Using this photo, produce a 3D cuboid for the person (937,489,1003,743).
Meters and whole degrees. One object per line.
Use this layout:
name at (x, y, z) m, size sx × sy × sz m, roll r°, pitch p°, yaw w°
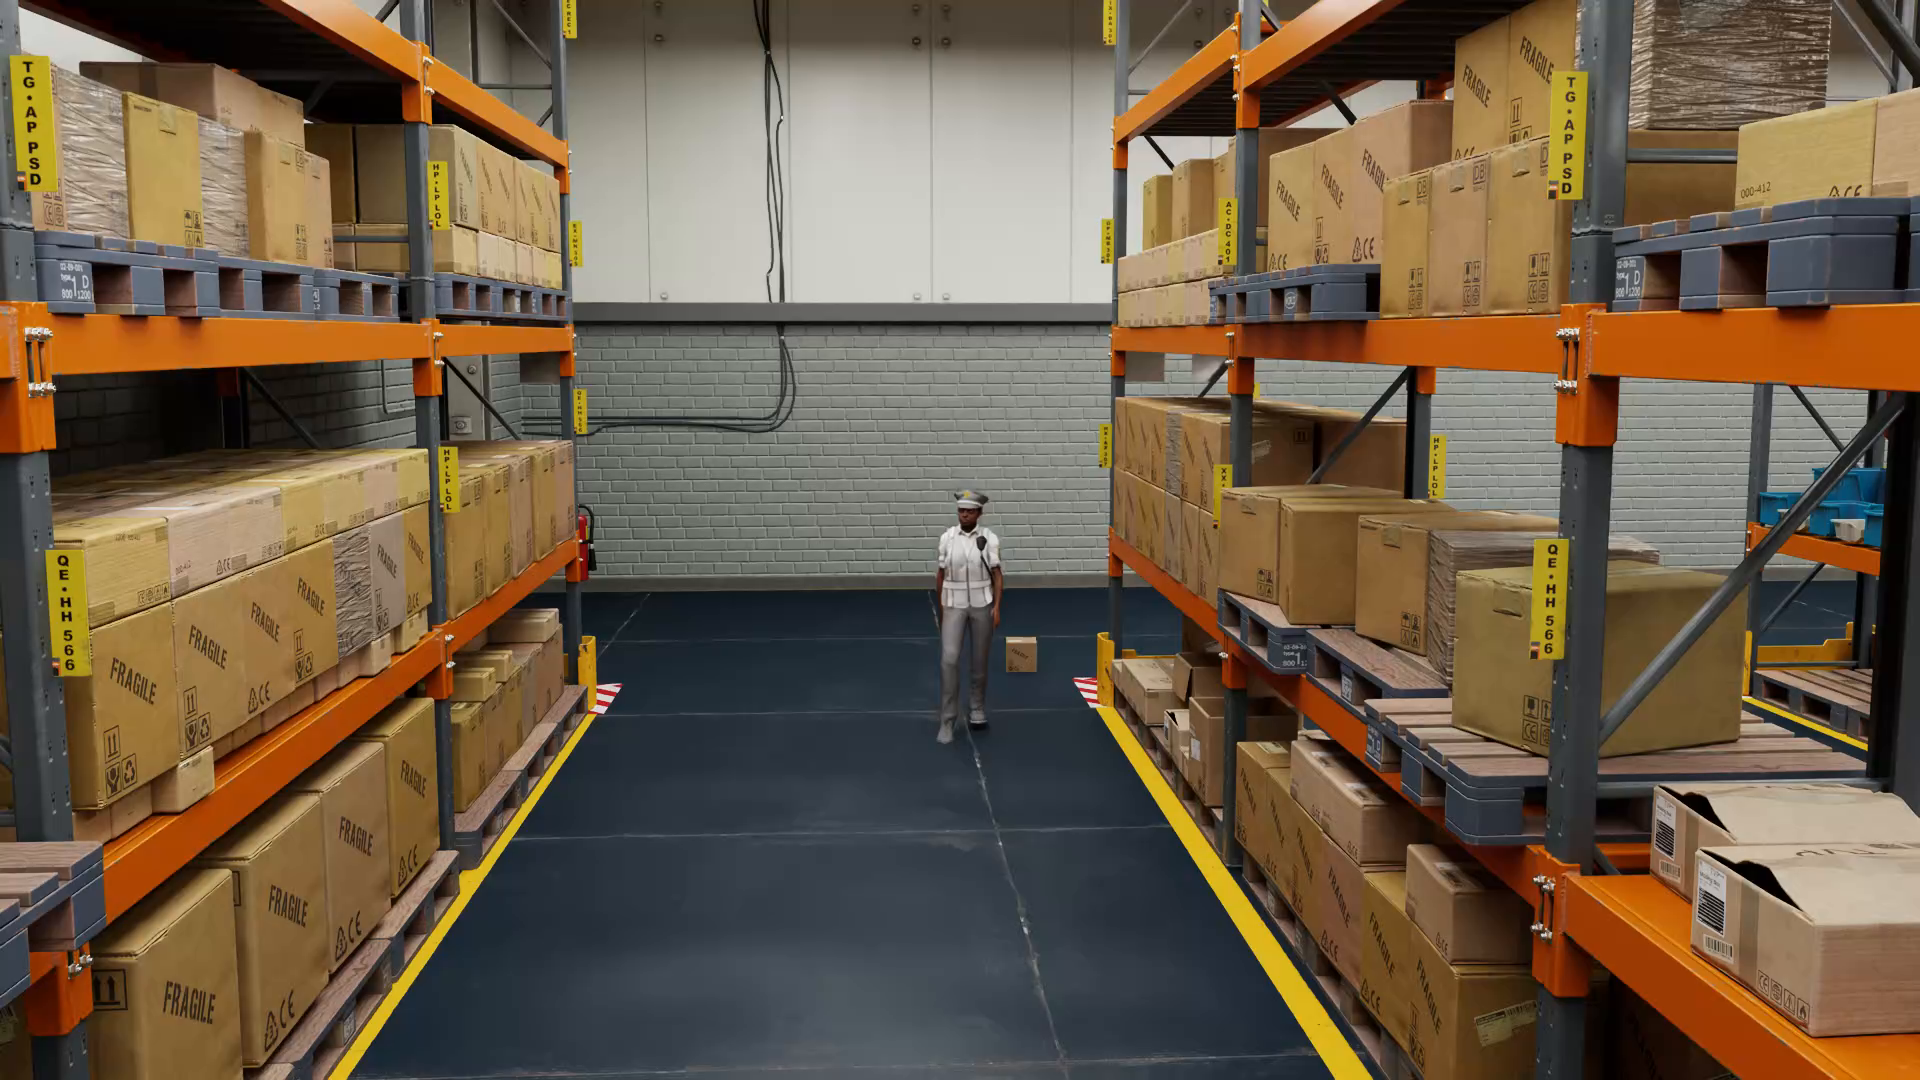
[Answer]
person at (0.067, 0.525, 11.499) m, size 0.462 × 1.752 × 0.660 m, roll 0°, pitch 7°, yaw 0°
